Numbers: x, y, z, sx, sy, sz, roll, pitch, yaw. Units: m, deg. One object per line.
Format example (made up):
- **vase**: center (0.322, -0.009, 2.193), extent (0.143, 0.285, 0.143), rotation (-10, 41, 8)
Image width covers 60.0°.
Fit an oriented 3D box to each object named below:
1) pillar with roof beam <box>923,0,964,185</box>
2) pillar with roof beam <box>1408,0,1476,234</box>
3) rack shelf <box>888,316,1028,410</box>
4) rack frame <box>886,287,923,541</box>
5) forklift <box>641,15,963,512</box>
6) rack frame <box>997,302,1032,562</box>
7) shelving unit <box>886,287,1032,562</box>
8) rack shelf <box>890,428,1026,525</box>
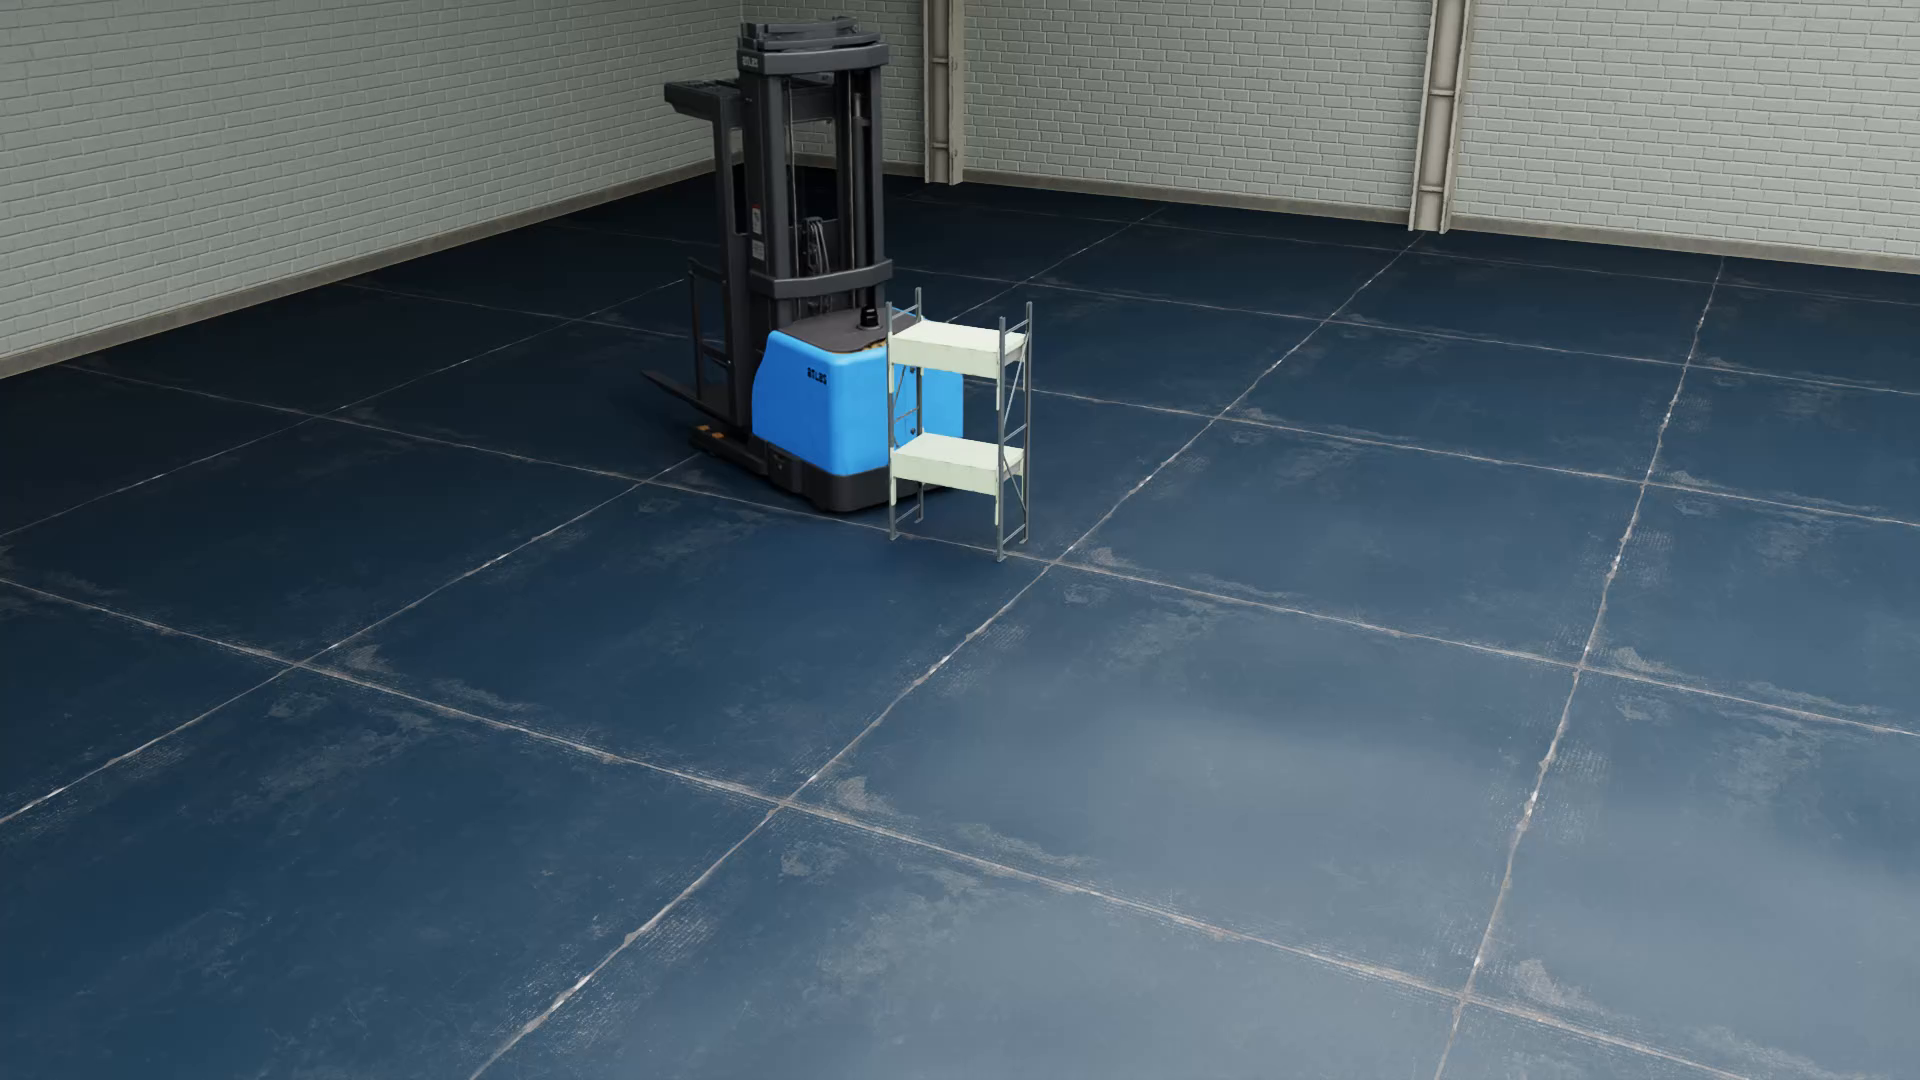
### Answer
- **pillar with roof beam**: center (-2.141, -7.116, 15.485), extent (0.400, 9.000, 9.100), rotation (11, 25, 25)
- **pillar with roof beam**: center (3.214, -6.057, 12.993), extent (0.400, 9.000, 9.100), rotation (11, 25, 25)
- **rack shelf**: center (-0.006, -1.050, 9.807), extent (0.720, 0.370, 0.431), rotation (11, 25, 25)
- **rack frame**: center (-0.333, -0.756, 10.111), extent (0.023, 1.500, 0.400), rotation (11, 25, 25)
- **forklift**: center (-1.256, -2.038, 11.298), extent (1.130, 2.935, 3.031), rotation (-17, 28, -34)
- **rack frame**: center (0.321, -0.627, 9.807), extent (0.023, 1.500, 0.400), rotation (11, 25, 25)
- **shelving unit**: center (-0.006, -0.691, 9.959), extent (0.755, 1.500, 0.431), rotation (11, 25, 25)
- **rack shelf**: center (-0.006, -0.391, 10.087), extent (0.720, 0.370, 0.431), rotation (11, 25, 25)
